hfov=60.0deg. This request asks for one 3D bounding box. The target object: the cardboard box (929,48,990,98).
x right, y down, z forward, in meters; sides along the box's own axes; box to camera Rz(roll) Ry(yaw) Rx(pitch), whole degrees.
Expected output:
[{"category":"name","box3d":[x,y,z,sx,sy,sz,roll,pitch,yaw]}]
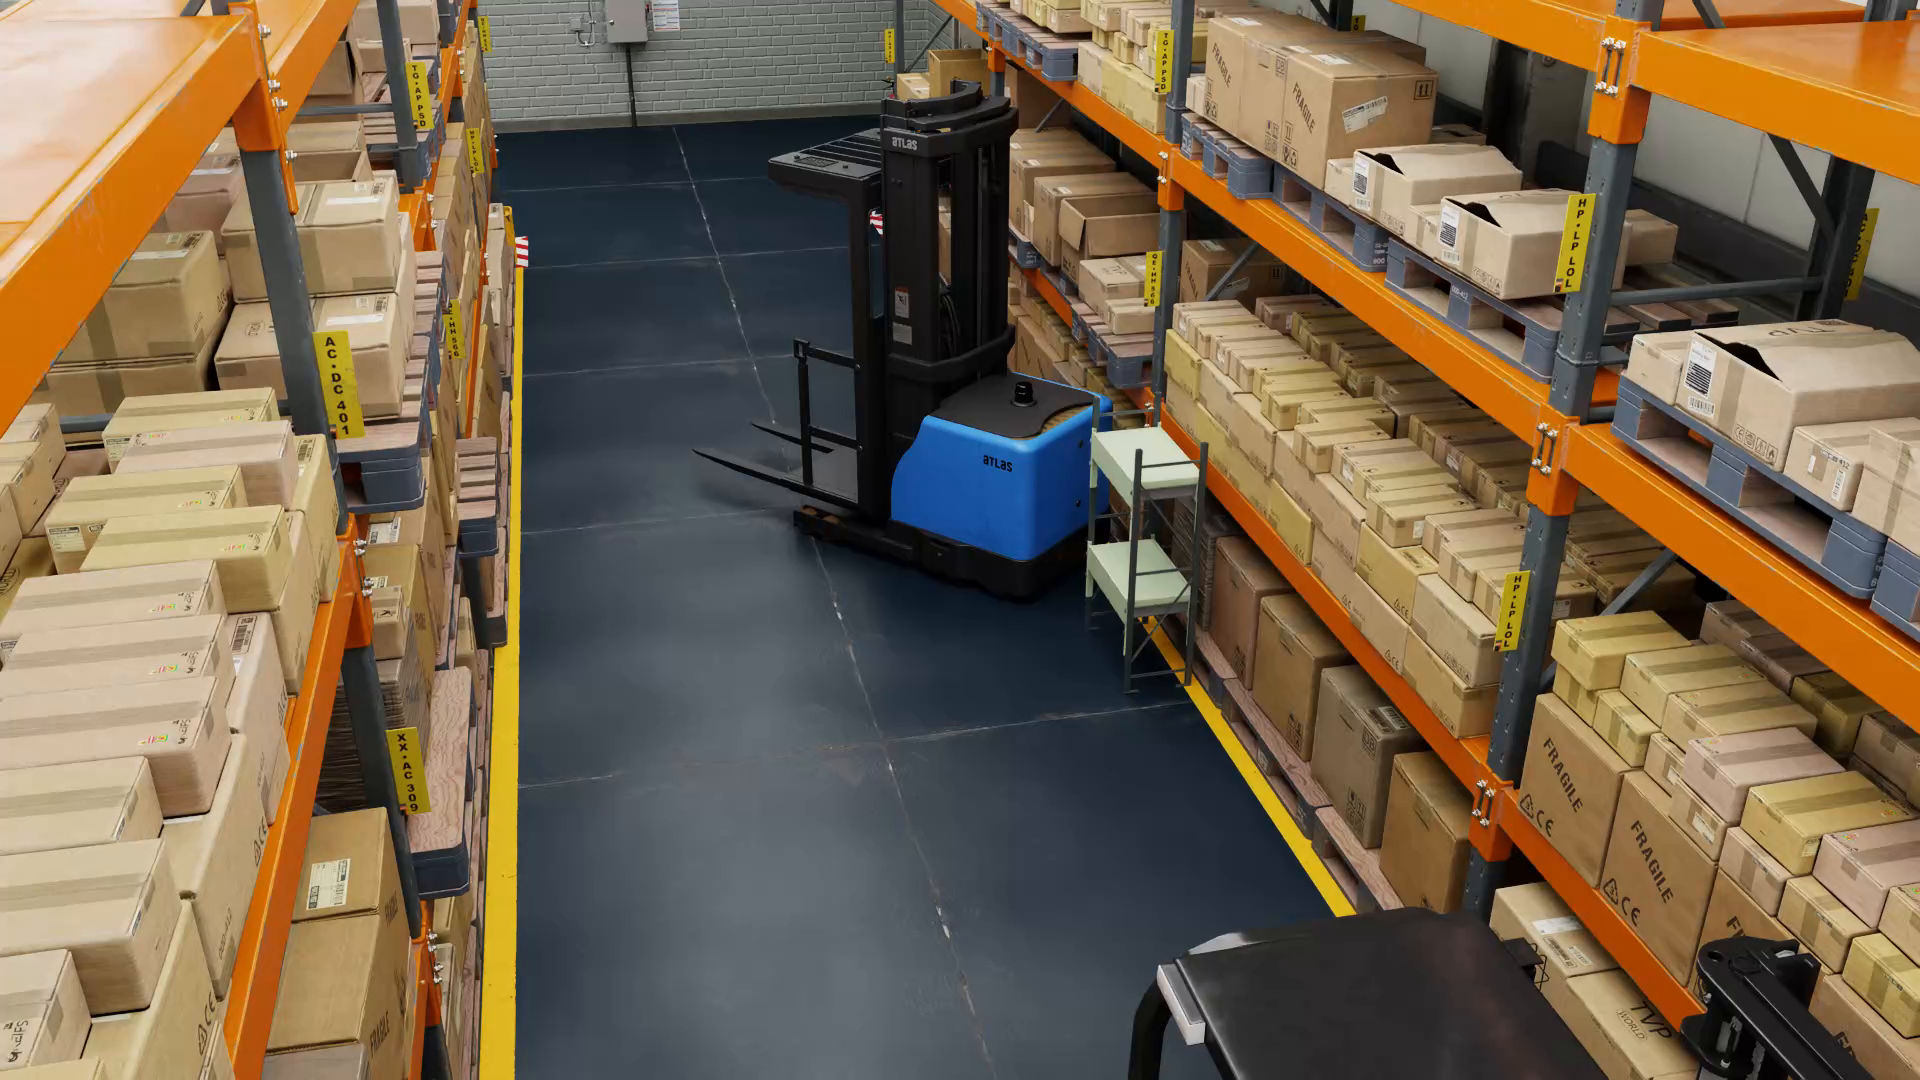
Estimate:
[{"category":"cardboard box","box3d":[0.011,-4.100,14.896,0.500,0.500,0.500,-5,27,-10]}]

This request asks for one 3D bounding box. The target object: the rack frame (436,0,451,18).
[{"category":"rack frame","box3d":[-4.101,-5.001,11.019,1.000,3.000,0.127,-6,27,-12]}]

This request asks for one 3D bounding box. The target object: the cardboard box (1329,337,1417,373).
[{"category":"cardboard box","box3d":[2.197,-0.961,8.840,0.380,0.149,0.250,-6,28,-13]}]

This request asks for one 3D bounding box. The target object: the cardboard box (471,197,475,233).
[{"category":"cardboard box","box3d":[-3.764,-2.311,11.957,0.500,0.250,0.500,-6,27,-12]}]

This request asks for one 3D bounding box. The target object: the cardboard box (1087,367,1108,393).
[{"category":"cardboard box","box3d":[1.098,-1.092,11.519,0.380,0.149,0.250,-6,27,-12]}]

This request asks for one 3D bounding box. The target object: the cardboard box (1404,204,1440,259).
[{"category":"cardboard box","box3d":[1.994,-1.228,6.573,0.380,0.149,0.250,-6,27,-12]}]

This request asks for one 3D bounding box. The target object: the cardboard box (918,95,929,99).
[{"category":"cardboard box","box3d":[-0.096,-3.981,15.491,0.500,0.250,0.500,-6,27,-13]}]

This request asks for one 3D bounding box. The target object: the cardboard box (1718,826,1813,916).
[{"category":"cardboard box","box3d":[2.540,0.972,5.011,0.380,0.149,0.250,-6,27,-12]}]

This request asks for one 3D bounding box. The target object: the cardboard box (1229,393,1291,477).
[{"category":"cardboard box","box3d":[1.710,-0.558,8.485,0.500,0.250,0.500,-7,28,-13]}]

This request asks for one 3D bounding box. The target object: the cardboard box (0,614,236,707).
[{"category":"cardboard box","box3d":[-1.656,0.286,3.267,0.380,0.149,0.250,-6,27,-11]}]

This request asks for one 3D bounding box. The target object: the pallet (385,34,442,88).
[{"category":"pallet","box3d":[-3.846,-3.179,10.950,0.805,0.209,1.217,-7,28,-14]}]

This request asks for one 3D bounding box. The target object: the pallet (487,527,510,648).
[{"category":"pallet","box3d":[-3.303,0.324,10.221,1.003,0.211,1.213,-6,27,-12]}]

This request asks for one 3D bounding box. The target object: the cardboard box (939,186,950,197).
[{"category":"cardboard box","box3d":[-0.121,-3.380,16.768,0.797,0.503,0.637,-7,28,-14]}]

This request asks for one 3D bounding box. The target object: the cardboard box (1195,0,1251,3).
[{"category":"cardboard box","box3d":[1.583,-3.292,10.355,0.380,0.149,0.250,-6,27,-12]}]

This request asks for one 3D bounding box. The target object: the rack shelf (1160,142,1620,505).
[{"category":"rack shelf","box3d":[2.087,-1.213,7.640,1.077,0.370,4.000,-6,27,-12]}]

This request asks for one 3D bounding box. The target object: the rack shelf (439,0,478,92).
[{"category":"rack shelf","box3d":[-4.551,-4.219,13.596,1.077,0.370,4.000,-6,27,-12]}]

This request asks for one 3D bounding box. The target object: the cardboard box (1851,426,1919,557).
[{"category":"cardboard box","box3d":[2.576,-0.146,4.299,0.396,0.266,0.258,-7,28,-13]}]

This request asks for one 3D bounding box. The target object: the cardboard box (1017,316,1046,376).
[{"category":"cardboard box","box3d":[0.754,-1.432,12.914,0.500,0.500,0.500,-6,27,-12]}]

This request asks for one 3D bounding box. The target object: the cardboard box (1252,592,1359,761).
[{"category":"cardboard box","box3d":[2.070,0.657,8.636,0.875,0.625,0.625,-7,28,-14]}]

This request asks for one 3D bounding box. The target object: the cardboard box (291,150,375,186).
[{"category":"cardboard box","box3d":[-2.828,-1.286,6.871,0.797,0.503,0.637,-6,27,-12]}]

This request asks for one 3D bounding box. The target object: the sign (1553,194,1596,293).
[{"category":"sign","box3d":[2.011,-0.968,5.433,0.100,0.325,0.005,-6,27,-12]}]

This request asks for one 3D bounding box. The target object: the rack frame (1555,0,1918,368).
[{"category":"rack frame","box3d":[2.537,-1.995,5.062,1.000,3.000,0.127,-6,27,-12]}]

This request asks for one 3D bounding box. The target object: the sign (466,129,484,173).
[{"category":"sign","box3d":[-3.574,-2.864,12.245,0.100,0.325,0.005,-6,27,-12]}]

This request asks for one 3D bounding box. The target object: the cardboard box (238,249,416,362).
[{"category":"cardboard box","box3d":[-2.154,-0.791,5.705,0.500,0.250,0.500,-6,27,-12]}]

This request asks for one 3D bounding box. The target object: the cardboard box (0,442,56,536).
[{"category":"cardboard box","box3d":[-2.458,-0.112,4.053,0.380,0.149,0.250,-5,27,-10]}]

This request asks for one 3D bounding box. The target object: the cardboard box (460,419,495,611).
[{"category":"cardboard box","box3d":[-3.274,-0.118,9.893,0.875,0.875,0.875,-6,27,-12]}]

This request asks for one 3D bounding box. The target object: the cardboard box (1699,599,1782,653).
[{"category":"cardboard box","box3d":[2.904,0.326,5.961,0.380,0.149,0.250,-6,27,-11]}]

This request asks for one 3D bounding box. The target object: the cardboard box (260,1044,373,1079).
[{"category":"cardboard box","box3d":[-1.711,1.634,4.090,0.500,0.500,0.500,-5,27,-10]}]

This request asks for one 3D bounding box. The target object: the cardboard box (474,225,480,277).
[{"category":"cardboard box","box3d":[-3.754,-2.085,12.065,0.500,0.250,0.500,-7,28,-13]}]

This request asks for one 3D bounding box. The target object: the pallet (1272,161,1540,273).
[{"category":"pallet","box3d":[2.131,-1.548,7.715,1.003,0.211,1.213,-5,27,-9]}]

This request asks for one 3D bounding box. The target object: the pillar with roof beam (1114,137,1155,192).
[{"category":"pillar with roof beam","box3d":[-2.739,-5.467,11.941,9.100,9.000,0.400,-6,27,-12]}]

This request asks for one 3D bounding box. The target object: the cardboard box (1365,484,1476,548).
[{"category":"cardboard box","box3d":[1.976,-0.105,7.144,0.380,0.149,0.250,-7,28,-13]}]

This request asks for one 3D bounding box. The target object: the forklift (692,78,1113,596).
[{"category":"forklift","box3d":[-0.503,-1.476,10.767,3.031,2.935,1.130,18,32,32]}]

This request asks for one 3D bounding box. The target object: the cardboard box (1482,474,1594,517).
[{"category":"cardboard box","box3d":[2.525,-0.170,7.274,0.380,0.149,0.250,-6,27,-12]}]

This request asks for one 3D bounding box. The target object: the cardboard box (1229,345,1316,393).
[{"category":"cardboard box","box3d":[1.636,-0.897,8.713,0.380,0.149,0.250,-6,27,-11]}]

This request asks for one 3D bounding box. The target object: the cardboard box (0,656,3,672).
[{"category":"cardboard box","box3d":[-2.240,0.452,3.380,0.500,0.250,0.500,-6,27,-11]}]

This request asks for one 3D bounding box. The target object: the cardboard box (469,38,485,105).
[{"category":"cardboard box","box3d":[-4.515,-4.156,14.781,0.500,0.500,0.500,-6,27,-11]}]

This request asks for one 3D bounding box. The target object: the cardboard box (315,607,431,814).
[{"category":"cardboard box","box3d":[-2.124,0.589,5.694,0.500,0.500,0.500,-5,27,-10]}]

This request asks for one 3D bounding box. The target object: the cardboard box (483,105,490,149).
[{"category":"cardboard box","box3d":[-4.537,-3.717,15.021,0.500,0.500,0.500,-7,28,-13]}]

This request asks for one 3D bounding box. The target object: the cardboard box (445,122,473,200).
[{"category":"cardboard box","box3d":[-3.755,-2.644,11.784,0.500,0.500,0.500,-5,27,-10]}]

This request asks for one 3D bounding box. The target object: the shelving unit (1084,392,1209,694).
[{"category":"shelving unit","box3d":[1.031,0.014,9.403,0.431,1.500,0.755,-6,27,-12]}]

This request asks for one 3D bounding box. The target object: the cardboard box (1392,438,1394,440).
[{"category":"cardboard box","box3d":[2.341,-0.394,8.160,0.500,0.250,0.500,-6,27,-13]}]

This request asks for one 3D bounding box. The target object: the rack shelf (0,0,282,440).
[{"category":"rack shelf","box3d":[-1.847,-0.289,2.484,1.077,0.370,4.000,-6,27,-12]}]

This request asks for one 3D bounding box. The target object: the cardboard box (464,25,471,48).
[{"category":"cardboard box","box3d":[-4.489,-4.394,14.533,0.380,0.149,0.250,-5,27,-10]}]

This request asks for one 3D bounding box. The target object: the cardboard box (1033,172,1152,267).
[{"category":"cardboard box","box3d":[0.919,-2.254,11.656,0.700,0.500,0.500,-6,27,-12]}]

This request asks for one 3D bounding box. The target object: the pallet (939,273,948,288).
[{"category":"pallet","box3d":[0.302,-2.422,15.661,1.003,0.211,1.213,-6,27,-12]}]

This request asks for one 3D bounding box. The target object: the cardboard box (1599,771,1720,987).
[{"category":"cardboard box","box3d":[2.517,1.087,5.503,0.500,0.500,0.500,-5,27,-11]}]

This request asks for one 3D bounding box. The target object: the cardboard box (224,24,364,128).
[{"category":"cardboard box","box3d":[-3.431,-2.290,8.395,0.797,0.503,0.637,-8,28,-15]}]

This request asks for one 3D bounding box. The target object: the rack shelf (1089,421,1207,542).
[{"category":"rack shelf","box3d":[1.031,-0.334,9.227,0.431,0.370,0.720,-6,27,-12]}]

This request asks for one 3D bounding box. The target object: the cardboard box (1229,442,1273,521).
[{"category":"cardboard box","box3d":[1.729,-0.340,8.607,0.500,0.250,0.500,-7,28,-13]}]

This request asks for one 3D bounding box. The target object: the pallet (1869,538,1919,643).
[{"category":"pallet","box3d":[3.026,0.290,3.962,1.003,0.211,1.213,-6,27,-12]}]

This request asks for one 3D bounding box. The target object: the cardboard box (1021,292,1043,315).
[{"category":"cardboard box","box3d":[0.694,-1.892,13.104,0.380,0.149,0.250,-7,28,-13]}]

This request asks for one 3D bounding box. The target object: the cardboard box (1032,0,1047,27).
[{"category":"cardboard box","box3d":[0.695,-3.556,11.185,0.380,0.149,0.250,-5,27,-10]}]

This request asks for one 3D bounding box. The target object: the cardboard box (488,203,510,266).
[{"category":"cardboard box","box3d":[-4.756,-2.843,15.778,0.875,0.438,0.875,-7,28,-13]}]

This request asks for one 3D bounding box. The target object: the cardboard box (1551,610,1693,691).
[{"category":"cardboard box","box3d":[2.320,0.386,5.841,0.380,0.149,0.250,-5,27,-11]}]

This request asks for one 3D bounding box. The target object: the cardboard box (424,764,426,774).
[{"category":"cardboard box","box3d":[-2.114,0.839,5.919,0.380,0.149,0.250,-6,27,-11]}]

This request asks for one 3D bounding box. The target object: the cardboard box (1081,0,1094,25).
[{"category":"cardboard box","box3d":[0.978,-3.346,10.462,0.380,0.149,0.250,-6,27,-11]}]

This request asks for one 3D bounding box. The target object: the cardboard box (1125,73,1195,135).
[{"category":"cardboard box","box3d":[1.284,-2.546,9.649,0.500,0.250,0.500,-7,28,-13]}]
